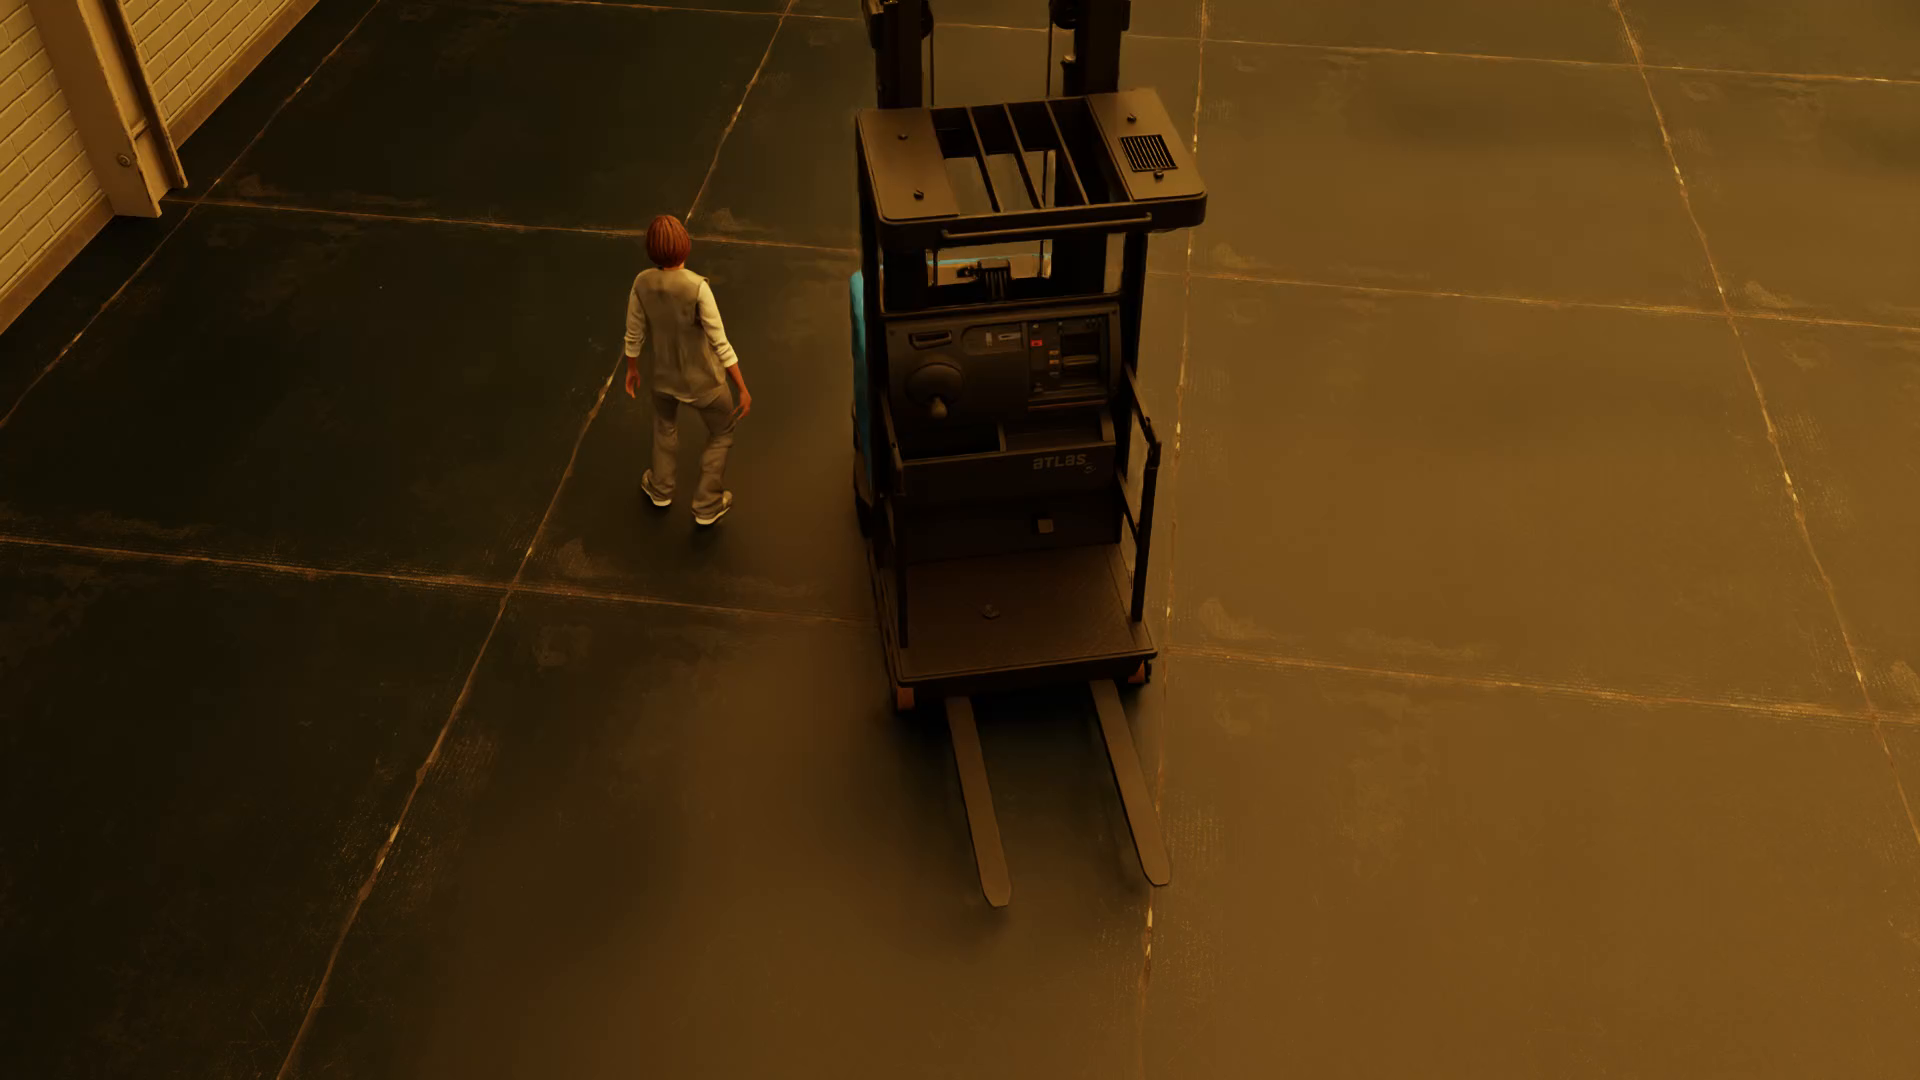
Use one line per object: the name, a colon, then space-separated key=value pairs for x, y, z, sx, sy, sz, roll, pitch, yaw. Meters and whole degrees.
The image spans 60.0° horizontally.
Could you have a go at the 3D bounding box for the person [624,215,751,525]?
person: x=-1.245 y=-0.742 z=7.567 sx=0.721 sy=1.562 sz=0.350 roll=15 pitch=45 yaw=16

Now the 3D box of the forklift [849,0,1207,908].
forklift: x=0.211 y=-0.614 z=6.393 sx=1.130 sy=2.935 sz=3.031 roll=-6 pitch=43 yaw=-7
